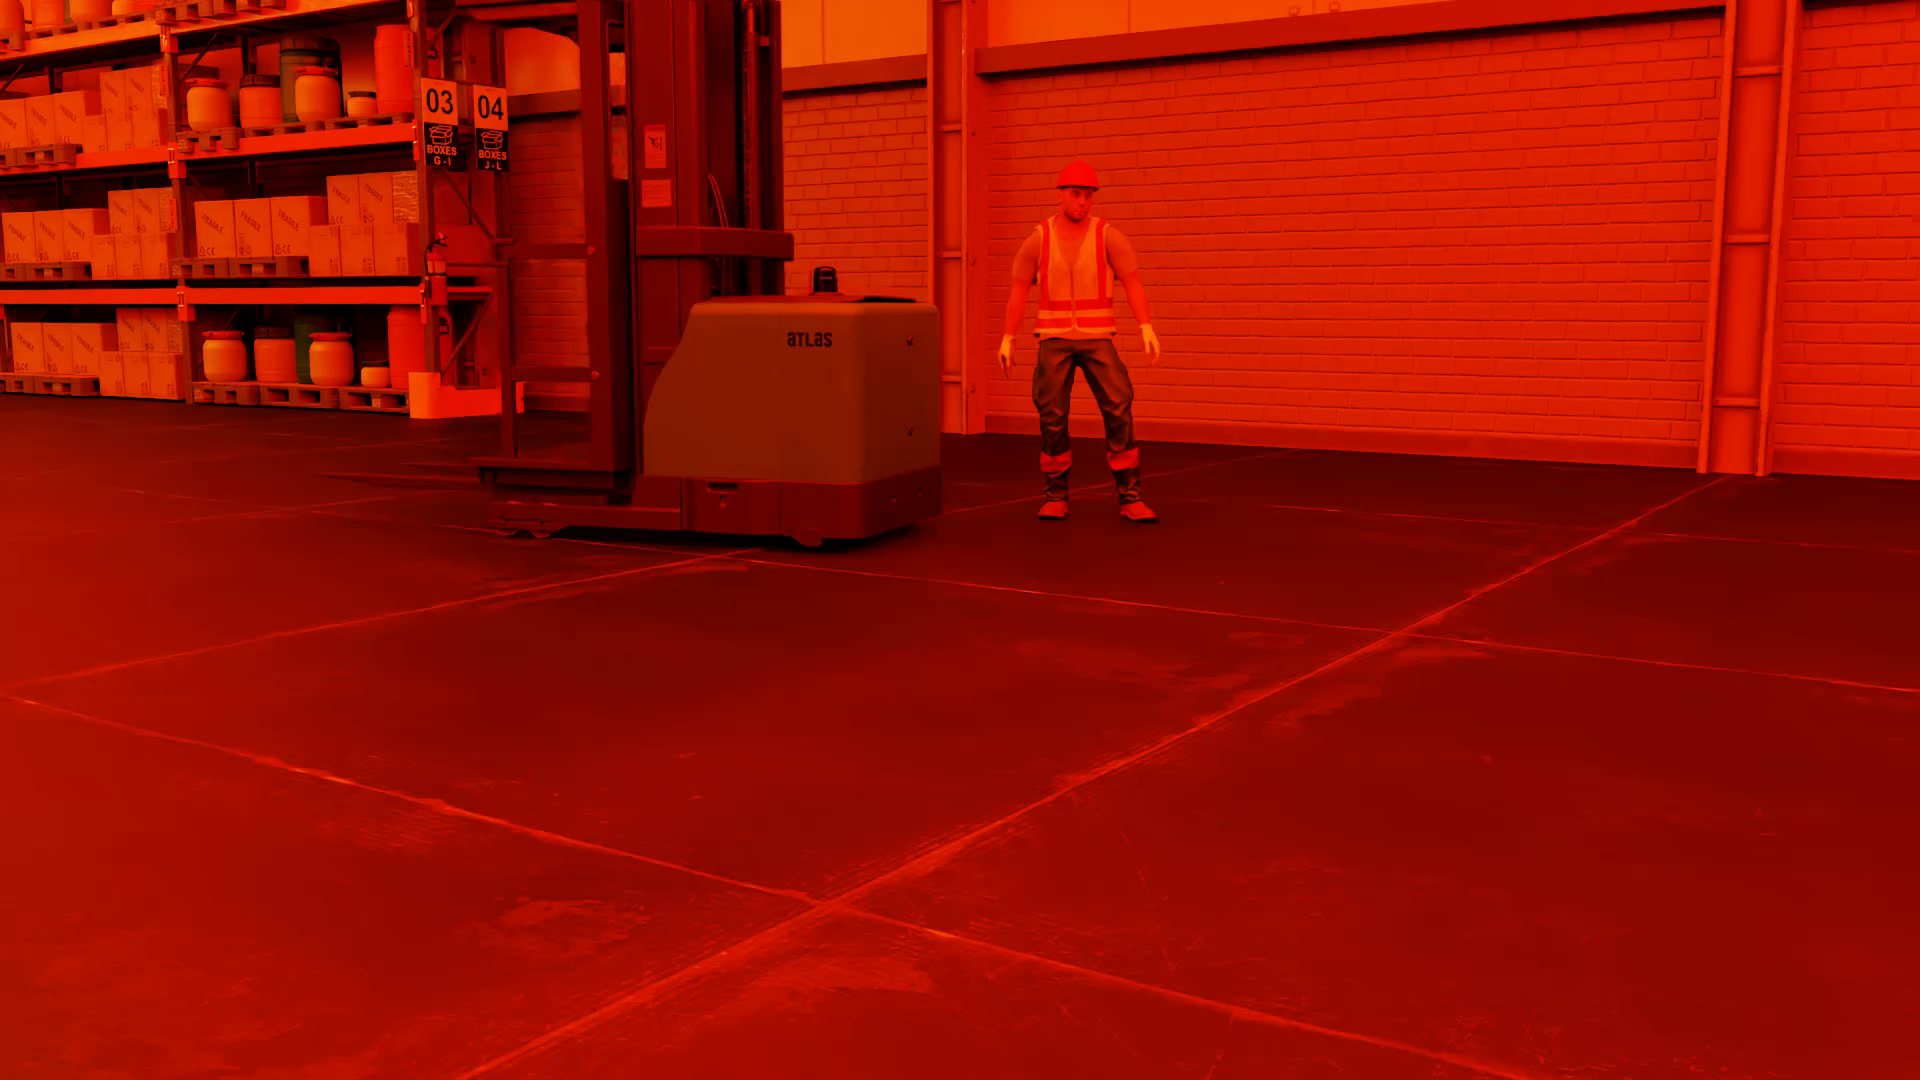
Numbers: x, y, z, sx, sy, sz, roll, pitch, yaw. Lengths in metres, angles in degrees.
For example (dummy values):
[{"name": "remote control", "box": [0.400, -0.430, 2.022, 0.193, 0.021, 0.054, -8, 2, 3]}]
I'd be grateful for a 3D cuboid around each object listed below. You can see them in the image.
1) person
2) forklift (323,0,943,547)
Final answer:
[{"name": "person", "box": [0.586, -0.981, 8.264, 0.805, 1.757, 0.413, 1, 8, 4]}, {"name": "forklift", "box": [-1.654, -1.524, 7.909, 3.031, 2.935, 1.130, 3, 9, 21]}]
